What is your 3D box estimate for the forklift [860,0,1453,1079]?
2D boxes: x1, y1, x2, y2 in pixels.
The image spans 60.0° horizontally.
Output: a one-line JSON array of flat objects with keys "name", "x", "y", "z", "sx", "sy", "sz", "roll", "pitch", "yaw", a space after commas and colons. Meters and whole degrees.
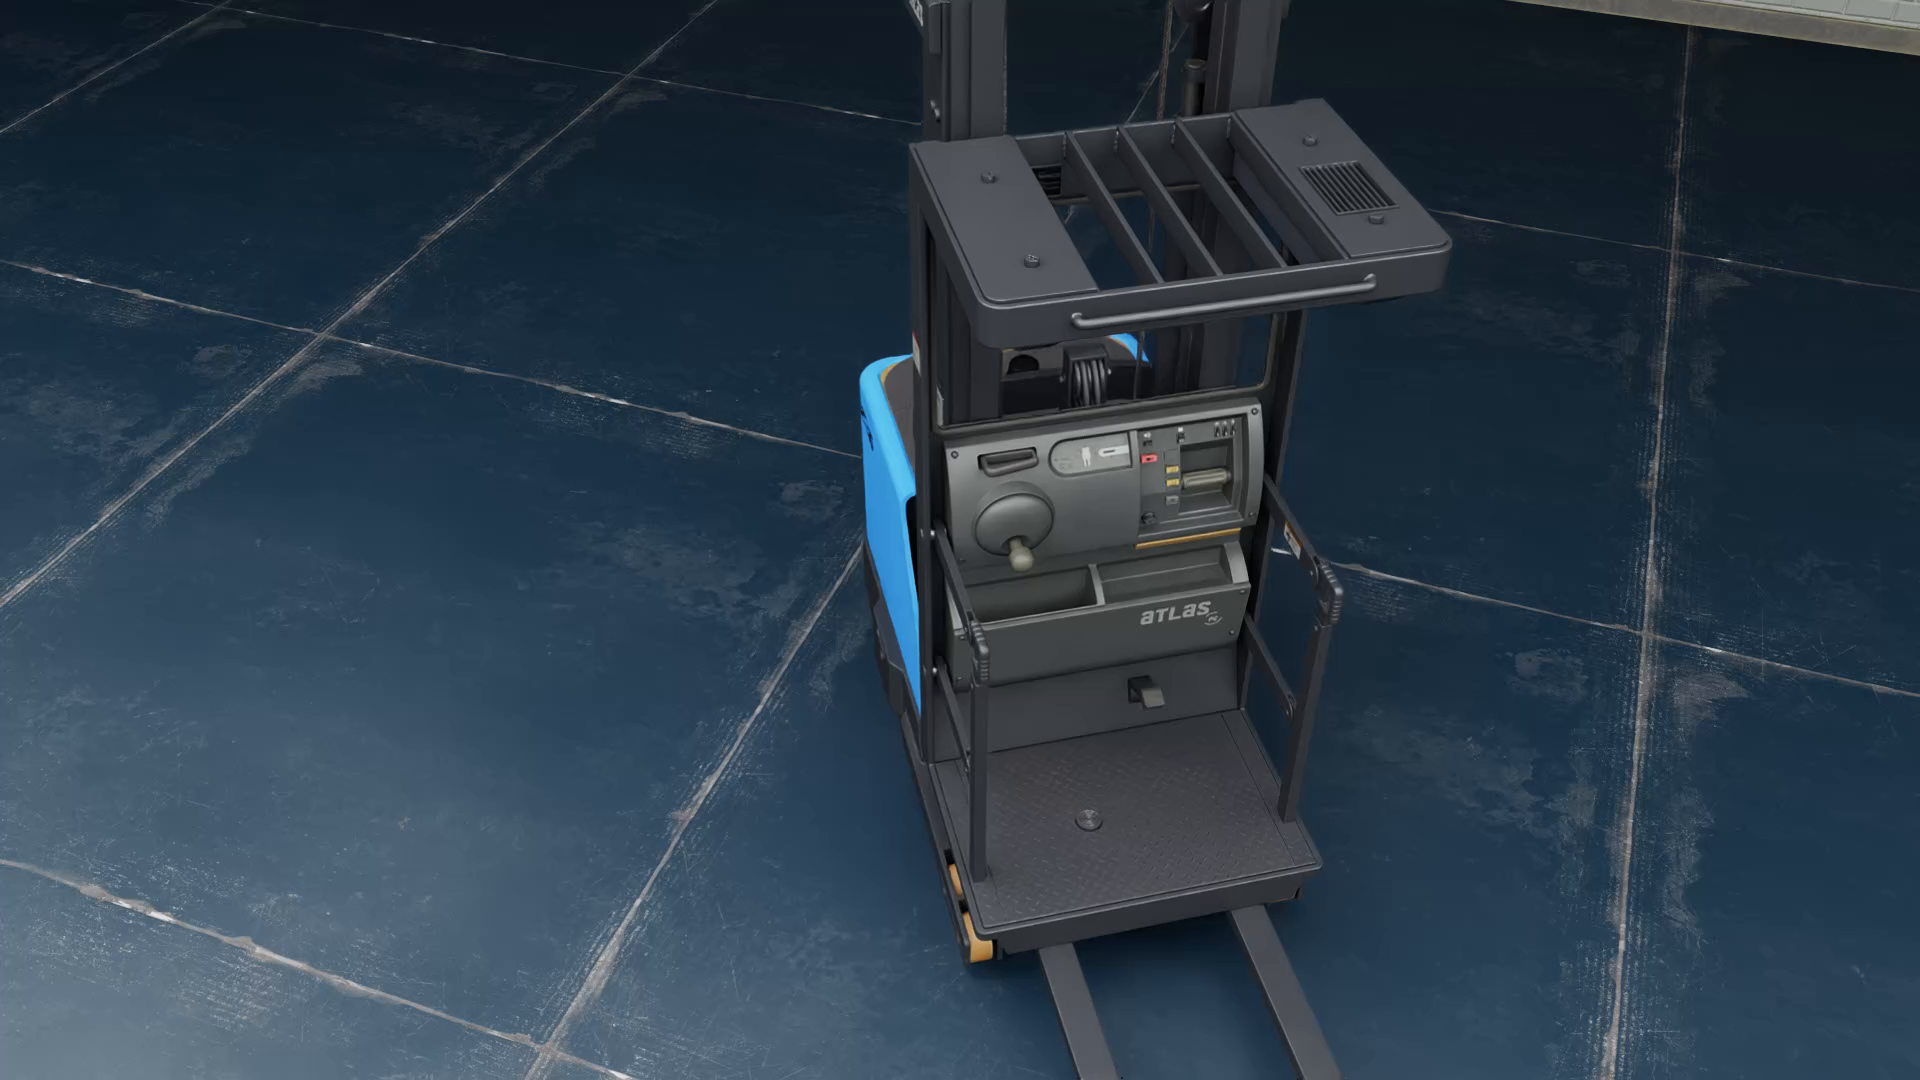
[{"name": "forklift", "x": 0.471, "y": -0.073, "z": 4.577, "sx": 1.130, "sy": 2.935, "sz": 3.031, "roll": -9, "pitch": 41, "yaw": -10}]
